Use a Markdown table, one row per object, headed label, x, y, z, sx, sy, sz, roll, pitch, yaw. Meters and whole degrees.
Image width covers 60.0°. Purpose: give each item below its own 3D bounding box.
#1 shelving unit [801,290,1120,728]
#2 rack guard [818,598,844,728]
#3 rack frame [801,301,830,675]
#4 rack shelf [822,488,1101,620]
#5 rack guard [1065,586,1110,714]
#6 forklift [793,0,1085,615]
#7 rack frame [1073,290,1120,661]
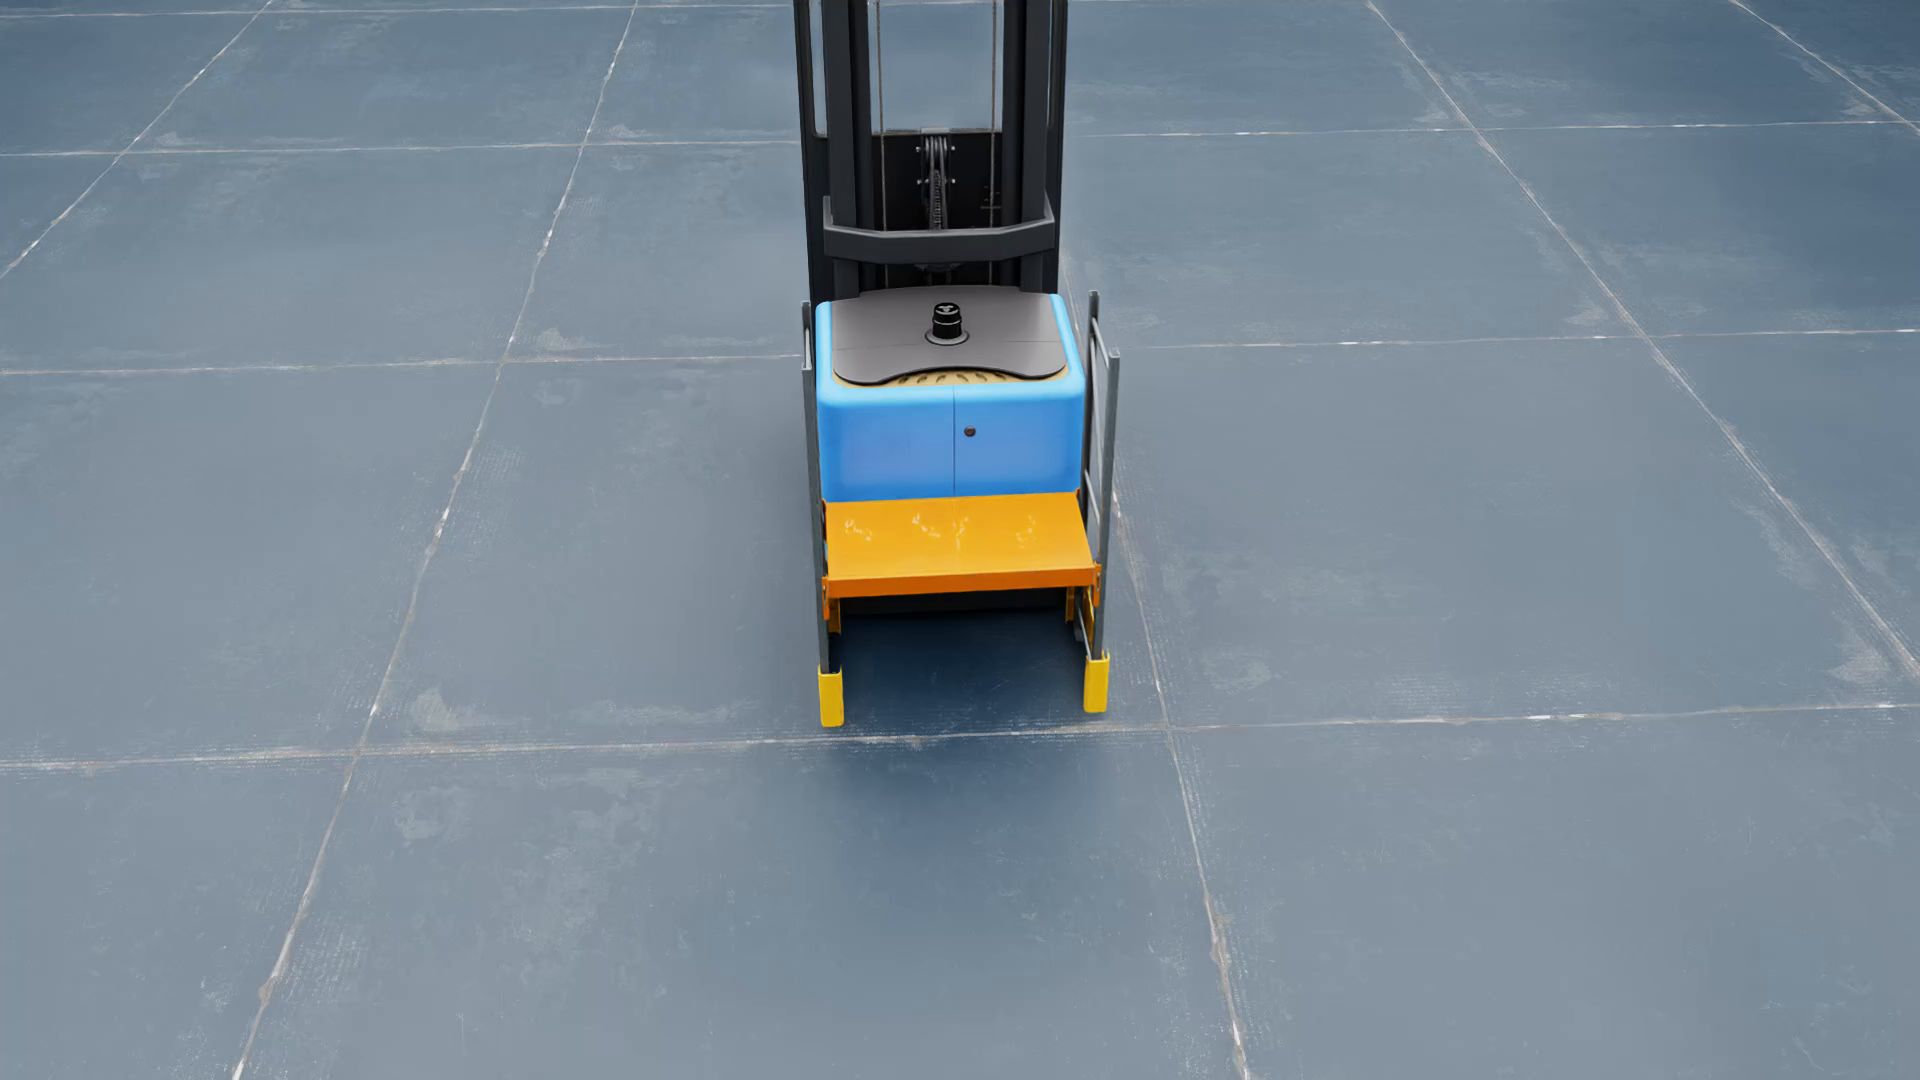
| label | x | y | z | sx | sy | sz | roll | pitch | yaw |
| --- | --- | --- | --- | --- | --- | --- | --- | --- | --- |
| shelving unit | -0.004 | -0.104 | 6.082 | 1.083 | 1.500 | 0.587 | -3 | 35 | -4 |
| rack guard | -0.500 | 0.433 | 6.404 | 0.087 | 0.250 | 0.587 | -3 | 35 | -4 |
| rack frame | -0.520 | -0.080 | 6.047 | 0.032 | 1.500 | 0.500 | -3 | 35 | -4 |
| rack shelf | -0.013 | 0.045 | 6.184 | 1.000 | 0.185 | 0.538 | -3 | 35 | -4 |
| rack guard | 0.492 | 0.387 | 6.471 | 0.087 | 0.250 | 0.587 | -3 | 35 | -4 |
| forklift | -0.135 | -1.720 | 7.160 | 1.130 | 2.935 | 3.031 | -3 | 35 | -4 |
| rack frame | 0.494 | -0.127 | 6.115 | 0.032 | 1.500 | 0.500 | -3 | 35 | -4 |
